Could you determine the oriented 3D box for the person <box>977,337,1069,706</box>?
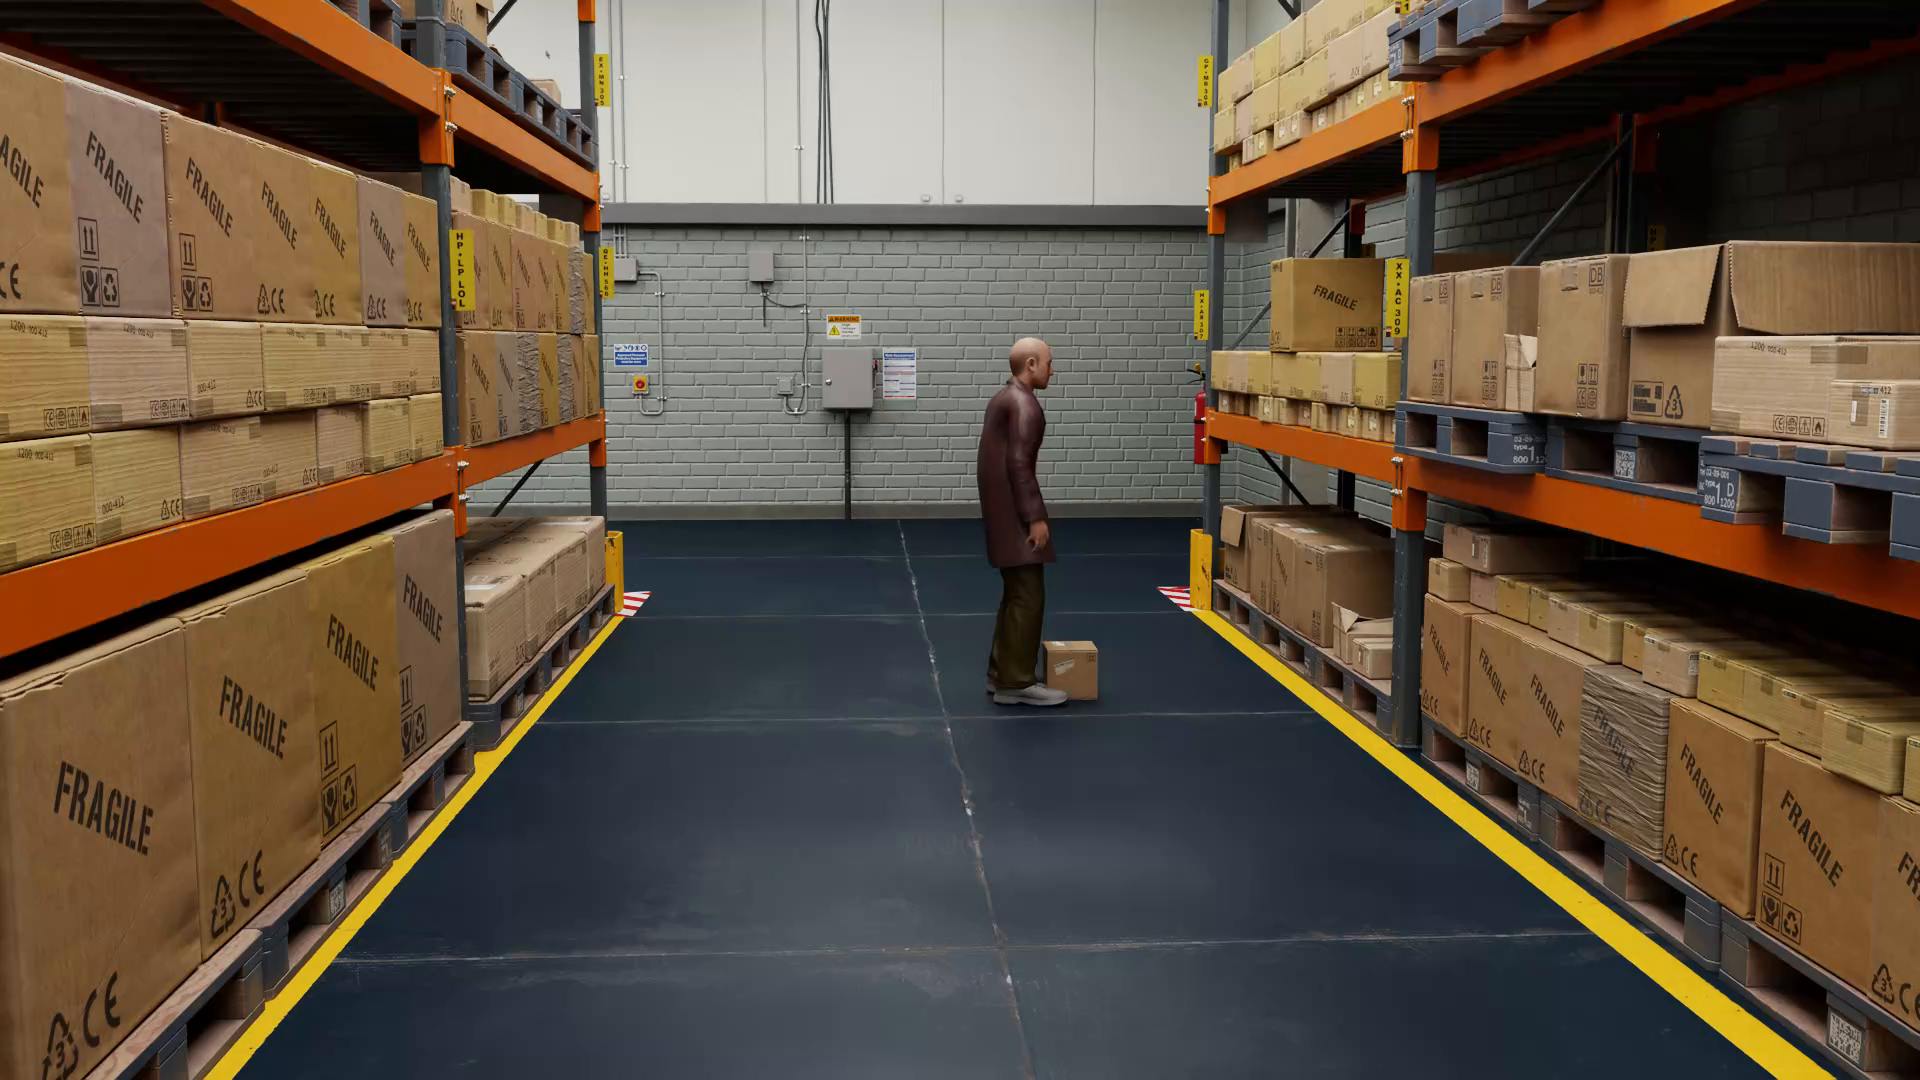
[{"bbox_3d":[0.299,-0.106,8.202,0.425,1.773,0.652,-1,7,-7],"label":"person"}]
